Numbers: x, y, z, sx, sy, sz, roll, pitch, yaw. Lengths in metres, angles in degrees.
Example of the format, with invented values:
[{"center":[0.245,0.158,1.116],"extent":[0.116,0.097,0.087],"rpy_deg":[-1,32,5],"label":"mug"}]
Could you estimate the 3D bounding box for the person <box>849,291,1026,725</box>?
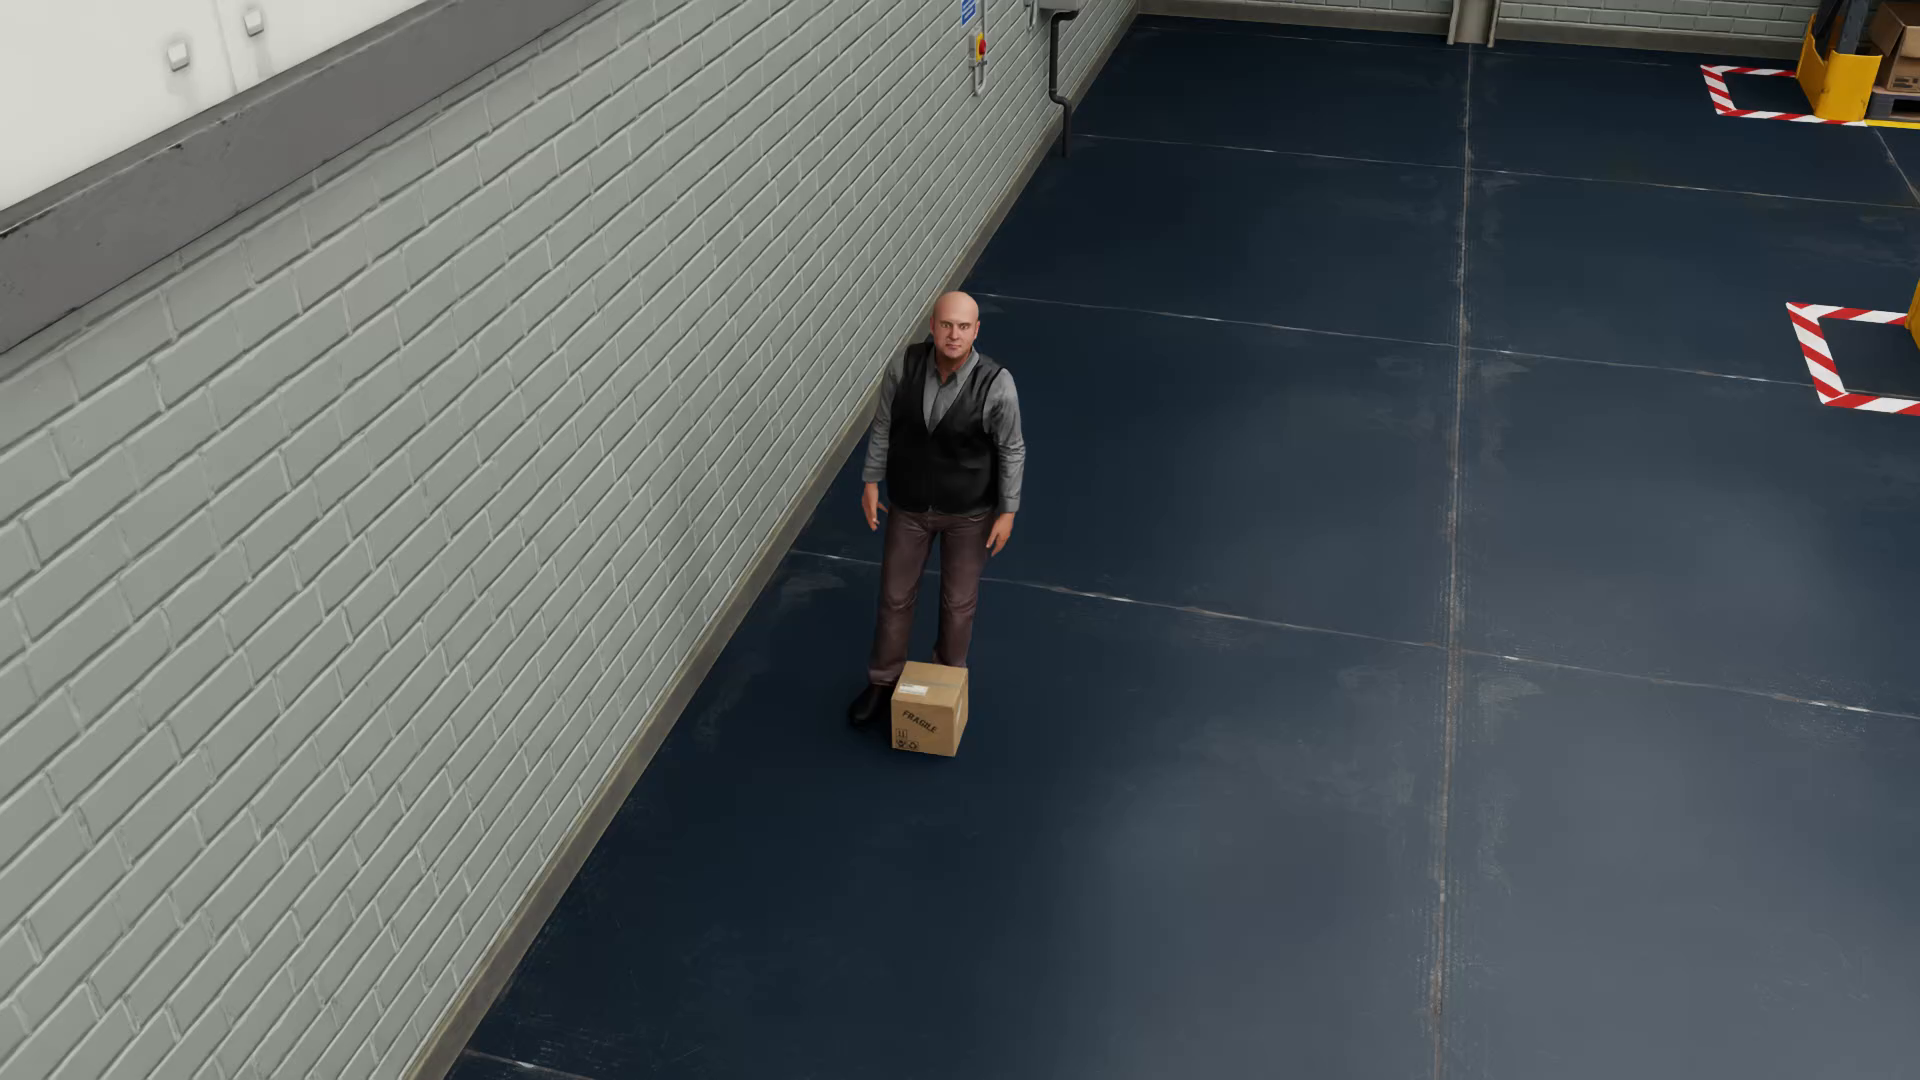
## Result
[{"center":[-0.093,-0.087,6.282],"extent":[0.626,1.721,0.552],"rpy_deg":[8,33,12],"label":"person"}]
